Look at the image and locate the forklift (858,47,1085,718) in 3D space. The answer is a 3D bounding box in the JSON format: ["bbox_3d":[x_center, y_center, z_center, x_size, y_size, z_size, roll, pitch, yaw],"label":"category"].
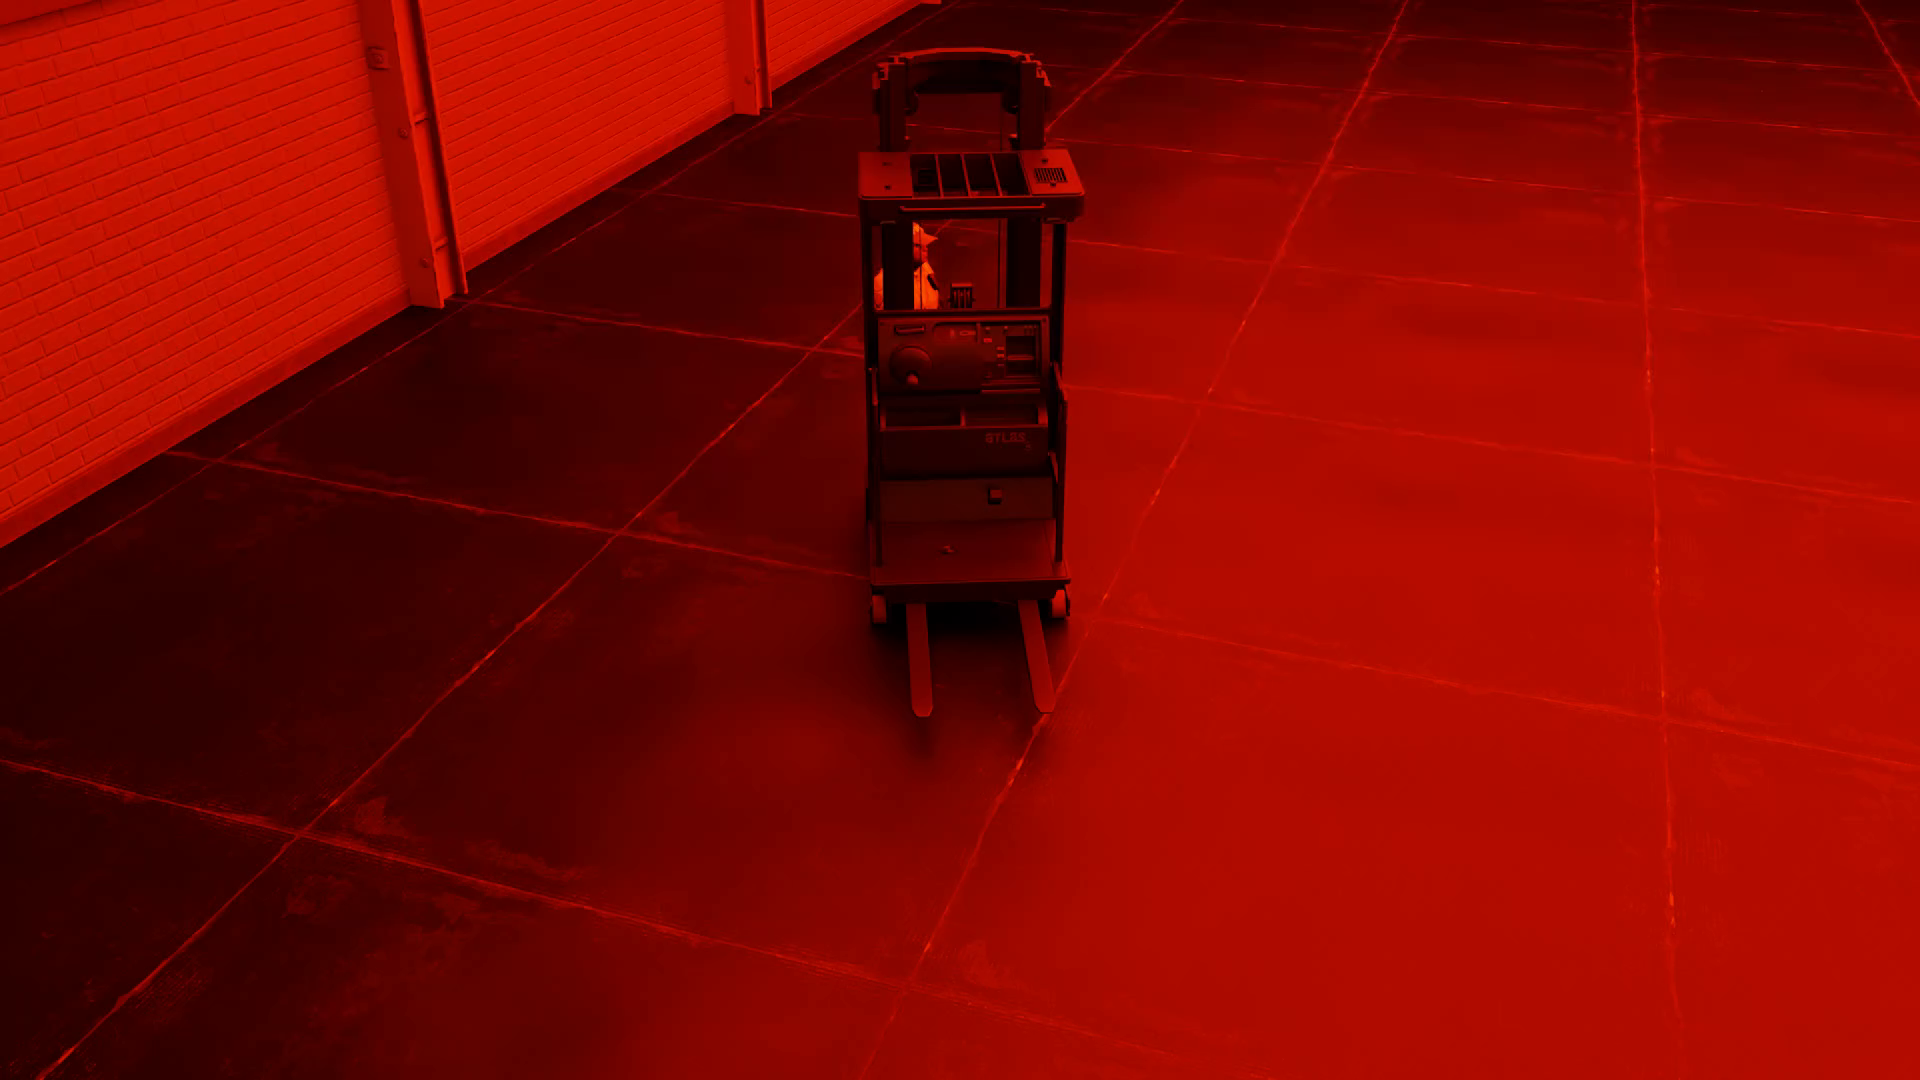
[{"bbox_3d":[0.035,-0.972,8.842,1.130,2.935,3.031,-2,30,-3],"label":"forklift"}]

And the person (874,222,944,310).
[{"bbox_3d":[-0.253,-1.139,10.396,0.529,1.670,0.597,22,36,34],"label":"person"}]
